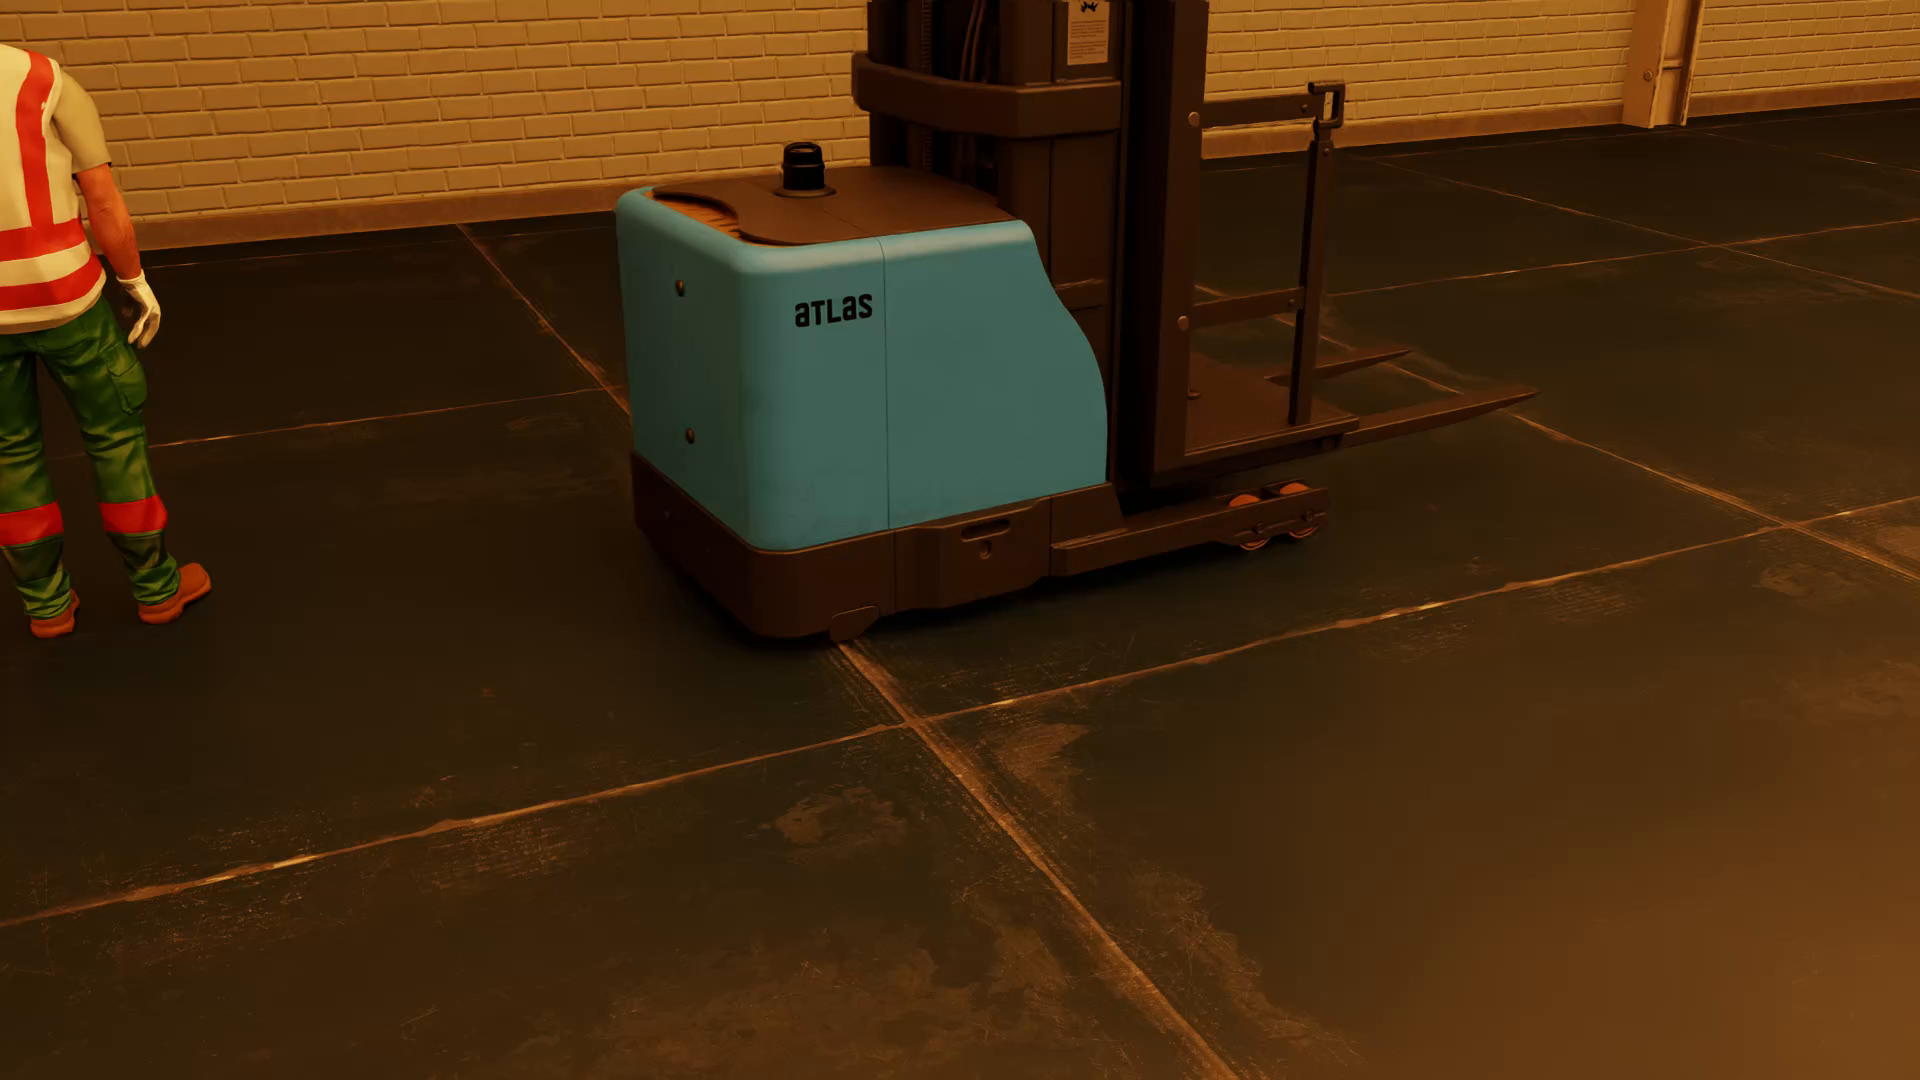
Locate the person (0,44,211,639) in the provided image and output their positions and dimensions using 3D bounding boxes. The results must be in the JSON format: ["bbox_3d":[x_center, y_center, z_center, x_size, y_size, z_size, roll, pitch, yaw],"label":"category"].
[{"bbox_3d":[-2.393,-0.608,4.259,0.615,1.778,0.453,-7,24,-16],"label":"person"}]

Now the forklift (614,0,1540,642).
[{"bbox_3d":[0.543,-1.484,4.857,3.031,2.935,1.130,-13,26,-28],"label":"forklift"}]
